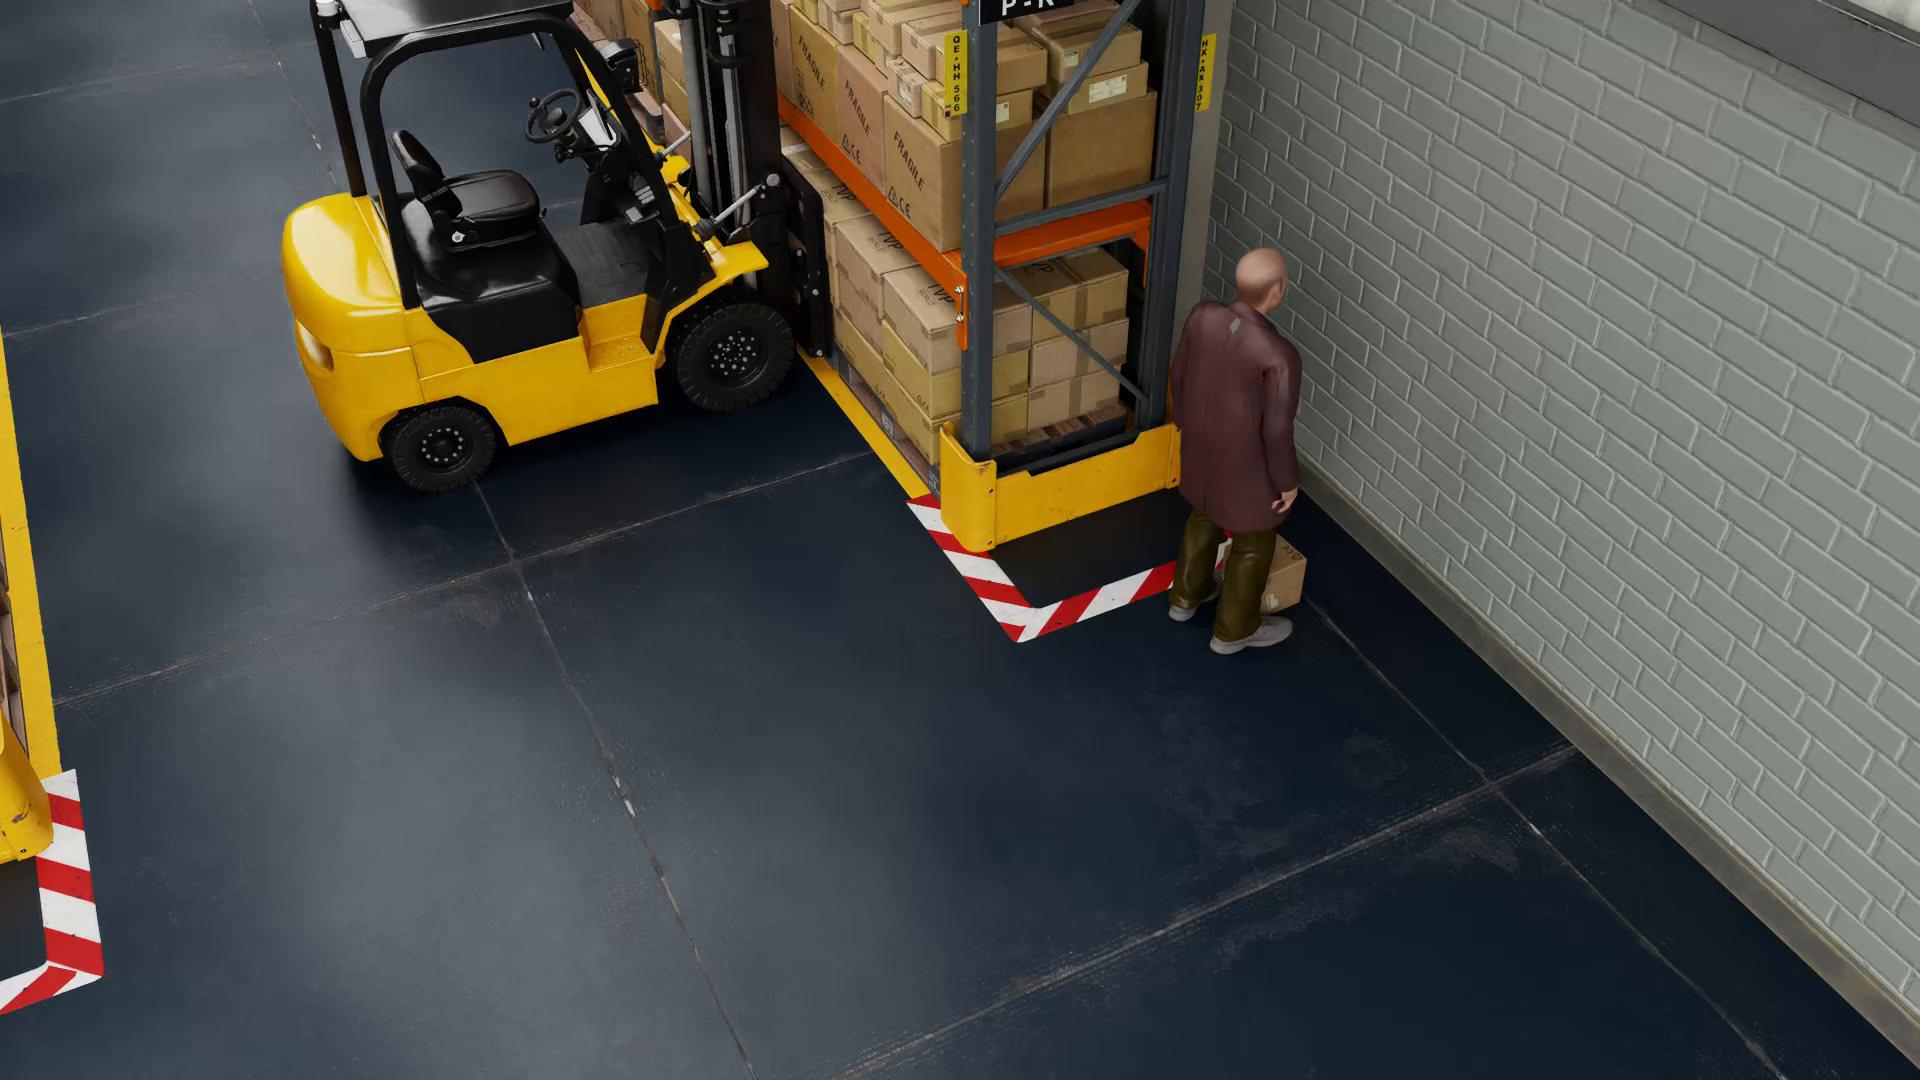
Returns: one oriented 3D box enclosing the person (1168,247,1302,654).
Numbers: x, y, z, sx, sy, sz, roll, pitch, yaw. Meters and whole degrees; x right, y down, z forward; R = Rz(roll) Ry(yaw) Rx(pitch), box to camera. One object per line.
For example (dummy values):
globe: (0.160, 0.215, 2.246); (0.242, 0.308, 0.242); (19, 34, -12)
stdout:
person: (1.084, -0.345, 6.572); (0.429, 1.772, 0.645); (-27, 48, -28)
